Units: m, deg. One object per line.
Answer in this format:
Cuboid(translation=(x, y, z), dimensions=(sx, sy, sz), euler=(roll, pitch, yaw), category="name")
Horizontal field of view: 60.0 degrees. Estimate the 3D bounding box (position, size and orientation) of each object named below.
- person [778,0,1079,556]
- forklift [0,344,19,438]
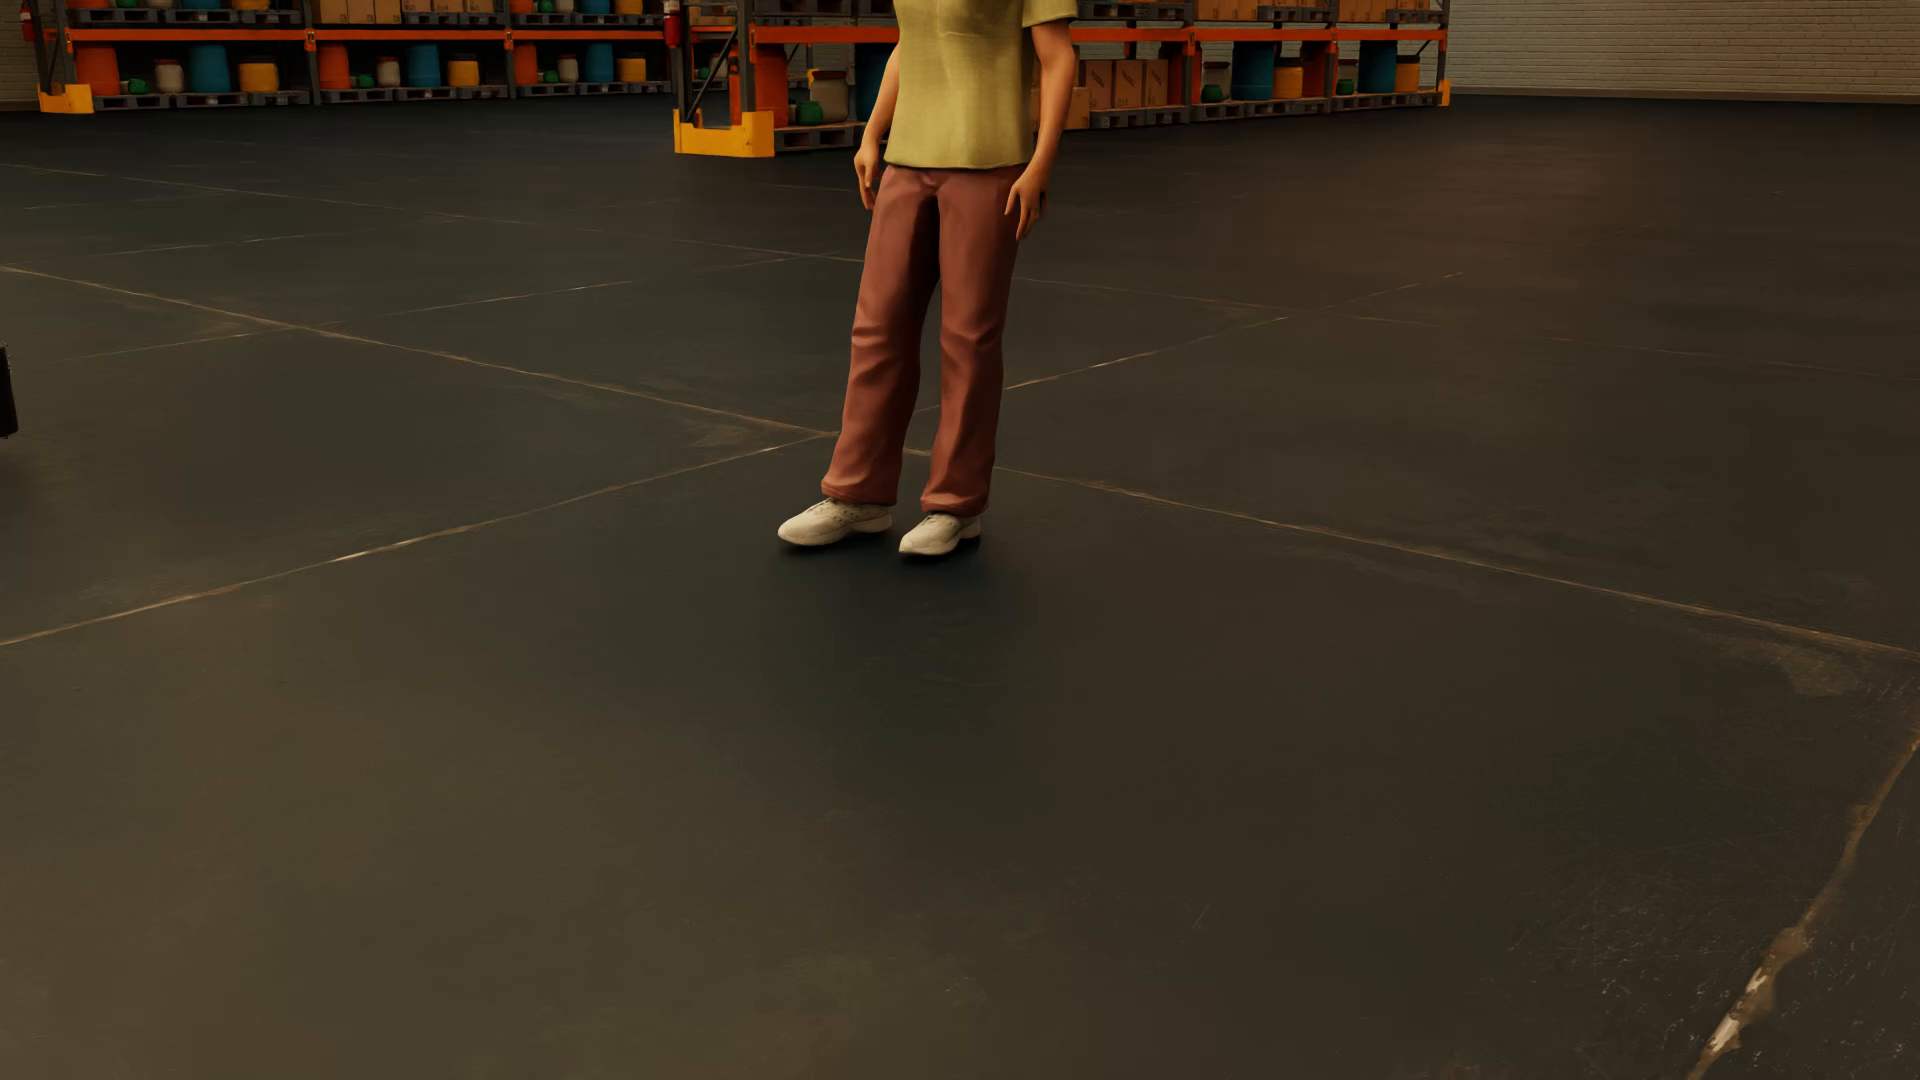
Cuboid(translation=(-0.056, -0.794, 3.649), dimensions=(0.553, 1.675, 0.549), euler=(13, 21, 37), category="person")
Cuboid(translation=(-4.213, -1.552, 4.009), dimensions=(3.031, 2.935, 1.130), euler=(2, 17, 5), category="forklift")
